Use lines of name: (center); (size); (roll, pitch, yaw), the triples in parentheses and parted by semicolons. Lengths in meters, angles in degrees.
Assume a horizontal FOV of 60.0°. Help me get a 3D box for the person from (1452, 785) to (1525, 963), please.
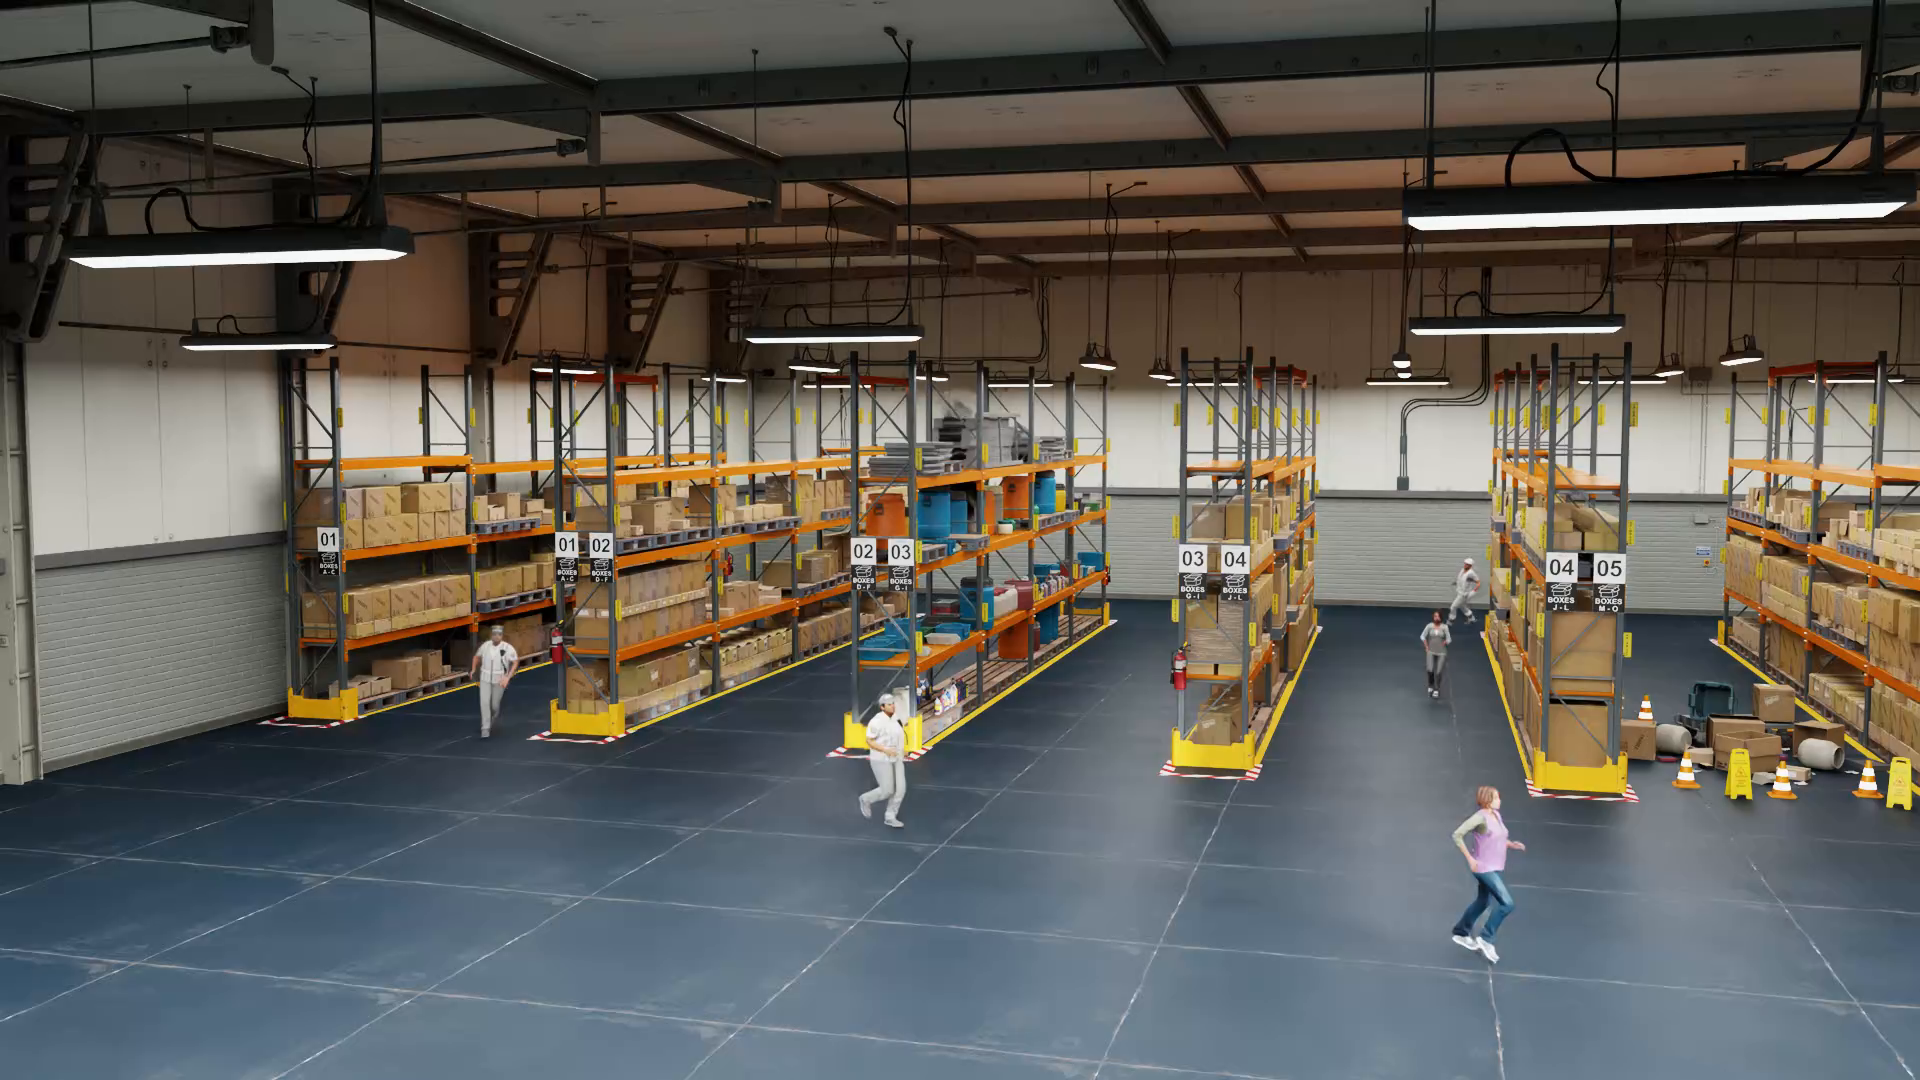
person: (4.883, 3.075, 15.383); (0.682, 1.616, 0.504); (3, 5, 36)

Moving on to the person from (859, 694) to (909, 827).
person: (-0.921, 2.691, 20.426); (0.616, 1.620, 0.603); (3, 5, 39)

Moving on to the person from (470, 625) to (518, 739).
person: (-7.343, 2.203, 26.248); (0.734, 1.749, 0.891); (-1, 4, -7)

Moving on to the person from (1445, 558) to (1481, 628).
person: (11.807, 1.253, 39.303); (0.951, 1.699, 0.849); (1, 4, 15)

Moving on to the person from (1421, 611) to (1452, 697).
person: (8.457, 2.038, 29.561); (0.531, 1.560, 0.590); (1, 4, 16)
